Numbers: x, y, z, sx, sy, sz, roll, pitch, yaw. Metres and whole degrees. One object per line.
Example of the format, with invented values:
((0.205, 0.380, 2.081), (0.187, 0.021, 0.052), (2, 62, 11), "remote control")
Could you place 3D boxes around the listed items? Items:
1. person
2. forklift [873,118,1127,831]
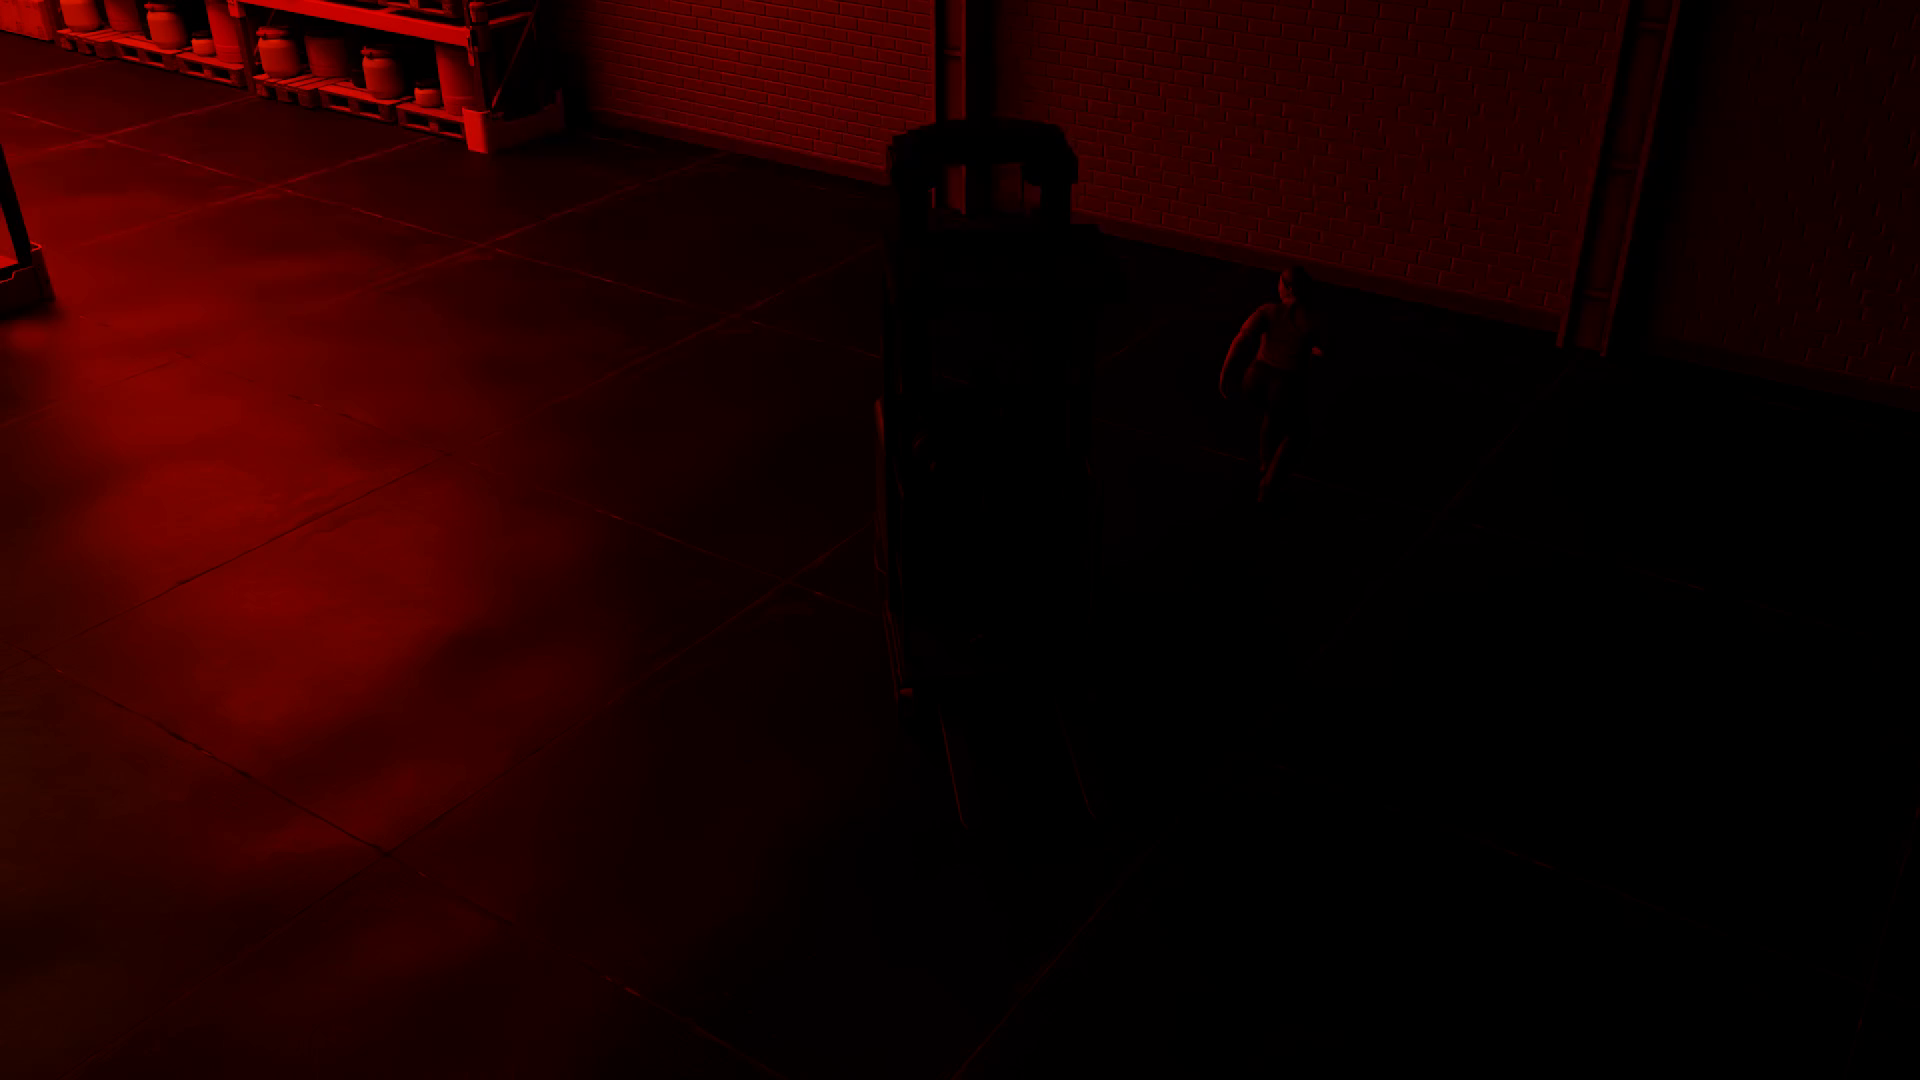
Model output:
((2.058, -0.963, 10.645), (0.569, 1.652, 0.736), (20, 36, 30), "person")
((0.176, -0.501, 8.444), (1.130, 2.935, 3.031), (-4, 30, -6), "forklift")
